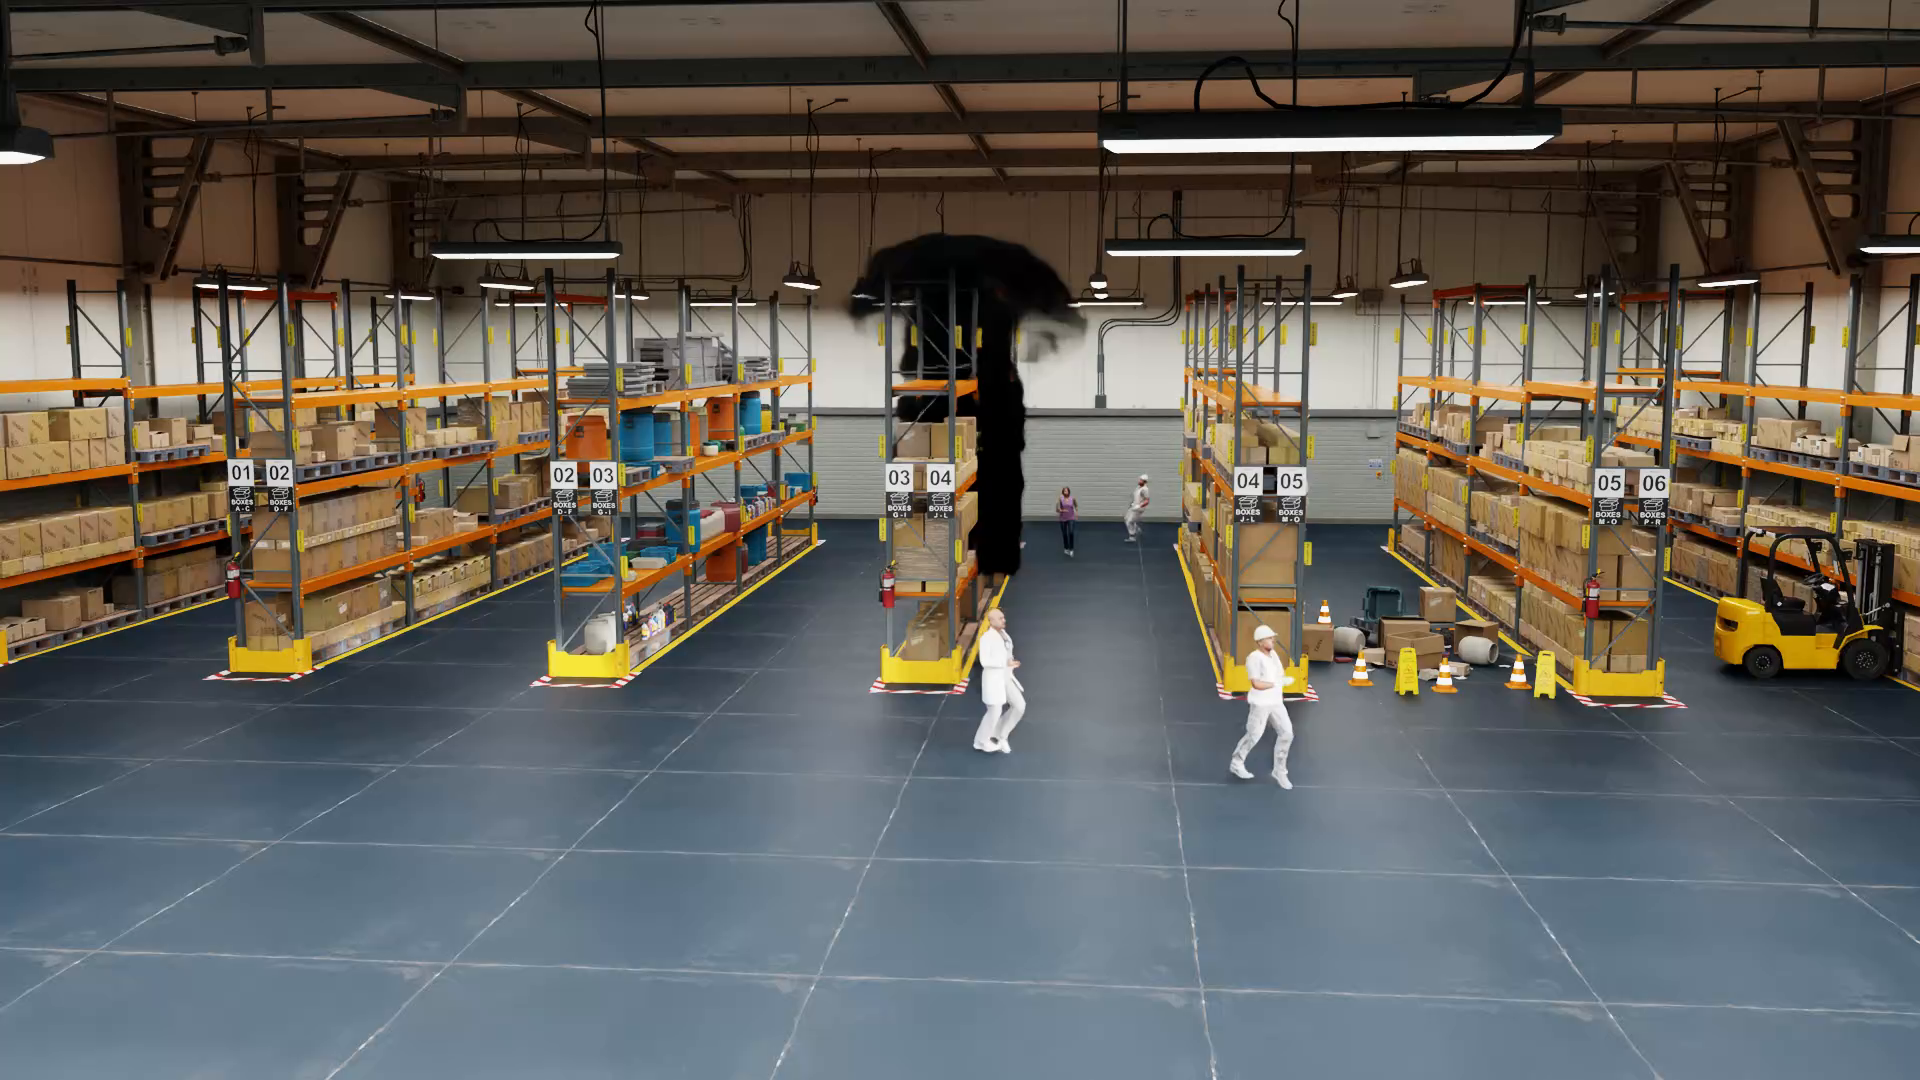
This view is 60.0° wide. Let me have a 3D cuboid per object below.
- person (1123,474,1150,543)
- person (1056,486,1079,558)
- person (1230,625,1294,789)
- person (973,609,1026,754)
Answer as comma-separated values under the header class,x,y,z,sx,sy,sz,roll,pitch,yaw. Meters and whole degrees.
class,x,y,z,sx,sy,sz,roll,pitch,yaw
person,4.287,-0.756,40.461,0.538,1.694,0.718,-1,7,-8
person,2.454,-0.417,38.131,0.512,1.634,0.681,1,7,6
person,3.407,1.867,18.592,0.785,1.846,0.661,7,10,43
person,0.497,1.714,19.980,0.754,1.778,0.674,5,9,37
